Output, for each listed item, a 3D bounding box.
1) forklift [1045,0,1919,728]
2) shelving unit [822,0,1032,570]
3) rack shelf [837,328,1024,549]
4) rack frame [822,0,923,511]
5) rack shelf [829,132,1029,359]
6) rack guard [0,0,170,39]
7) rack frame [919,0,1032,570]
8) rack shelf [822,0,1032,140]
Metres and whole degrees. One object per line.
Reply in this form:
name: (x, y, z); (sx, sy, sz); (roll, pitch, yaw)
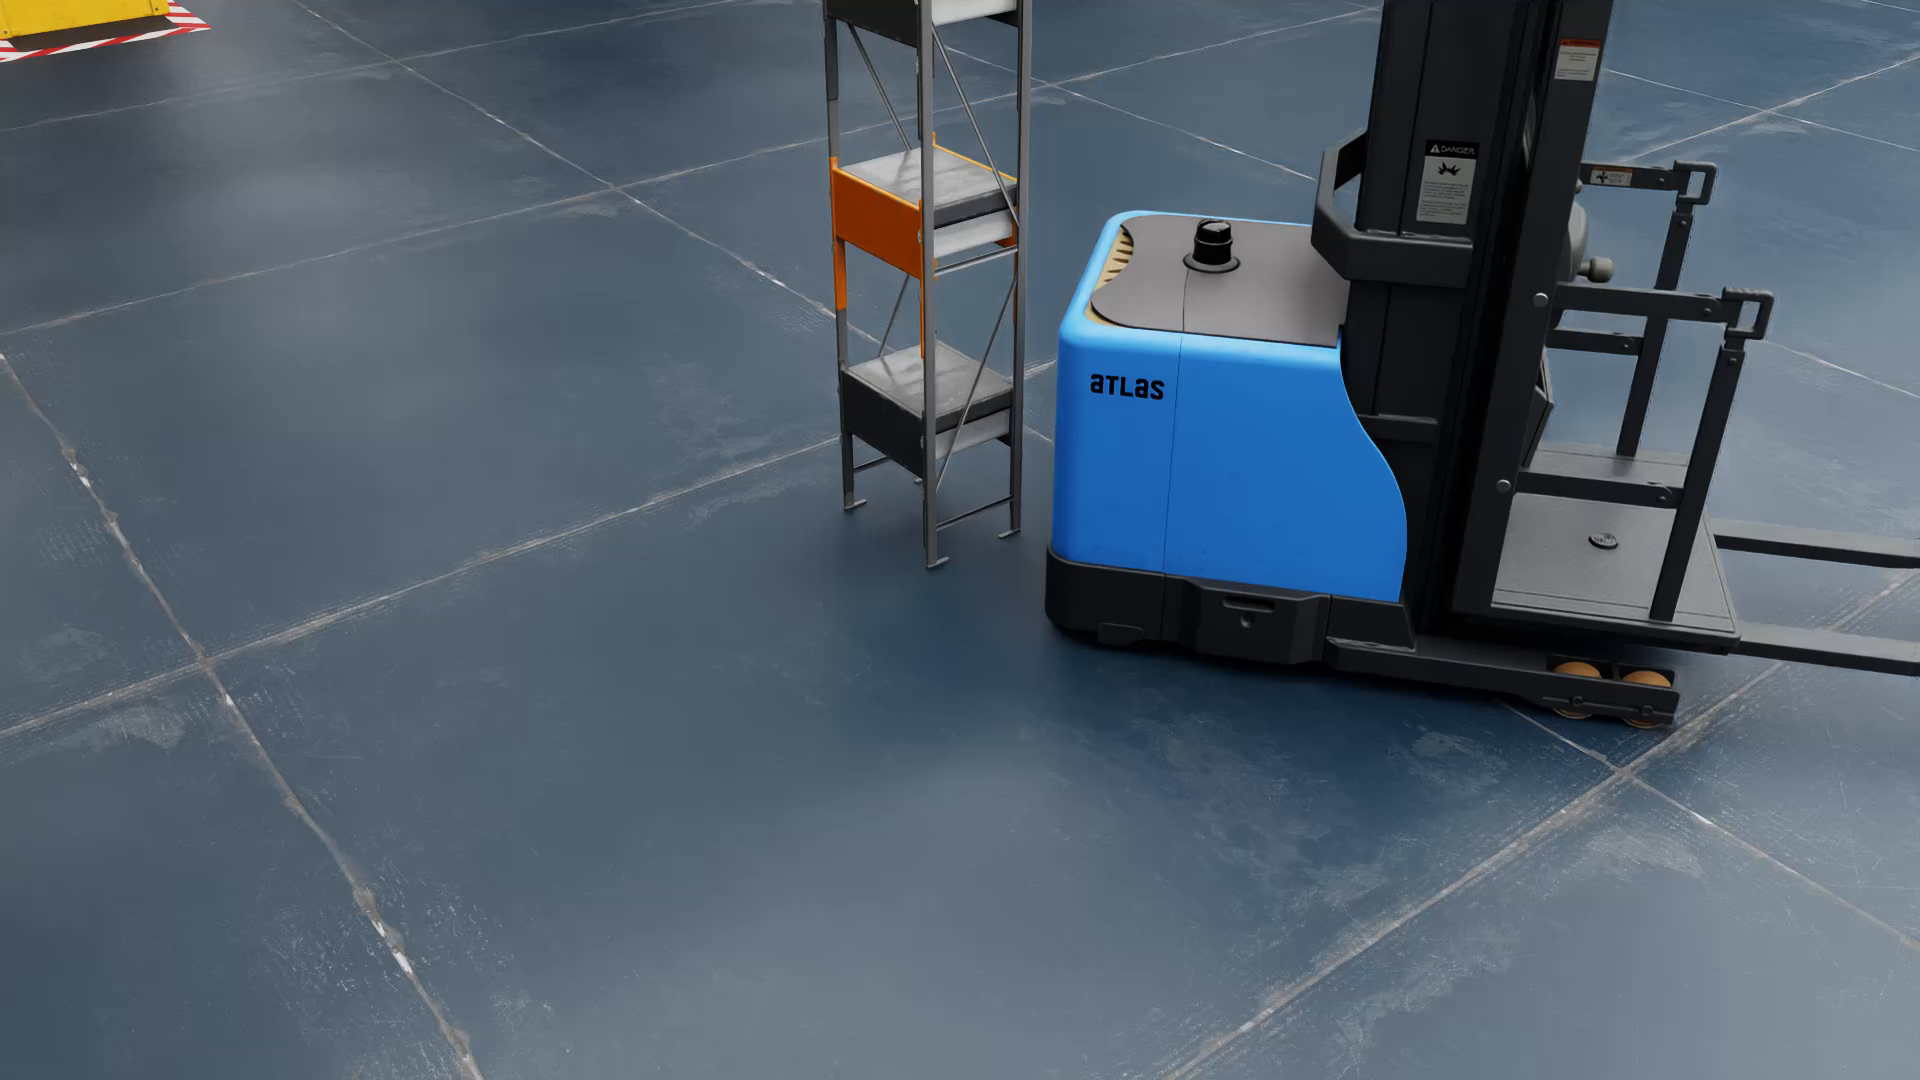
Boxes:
forklift: (1.841, -1.004, 4.589); (3.031, 2.935, 1.130); (7, 33, 11)
shelving unit: (-0.101, -0.961, 5.307); (0.431, 2.100, 0.503); (-22, 38, -31)
rack shelf: (-0.102, -0.355, 5.684); (0.431, 0.518, 0.480); (-22, 38, -31)
rack frame: (-0.251, -1.063, 5.471); (0.400, 2.100, 0.015); (-22, 38, -31)
rack shelf: (-0.101, -0.949, 5.314); (0.431, 0.518, 0.480); (-22, 38, -31)
rack guard: (-6.129, -3.817, 11.421); (1.175, 0.500, 0.348); (-22, 38, -31)
rack frame: (0.048, -0.859, 5.143); (0.400, 2.100, 0.015); (-22, 38, -31)
rack shelf: (-0.101, -1.544, 4.945); (0.431, 0.518, 0.480); (-22, 38, -31)
